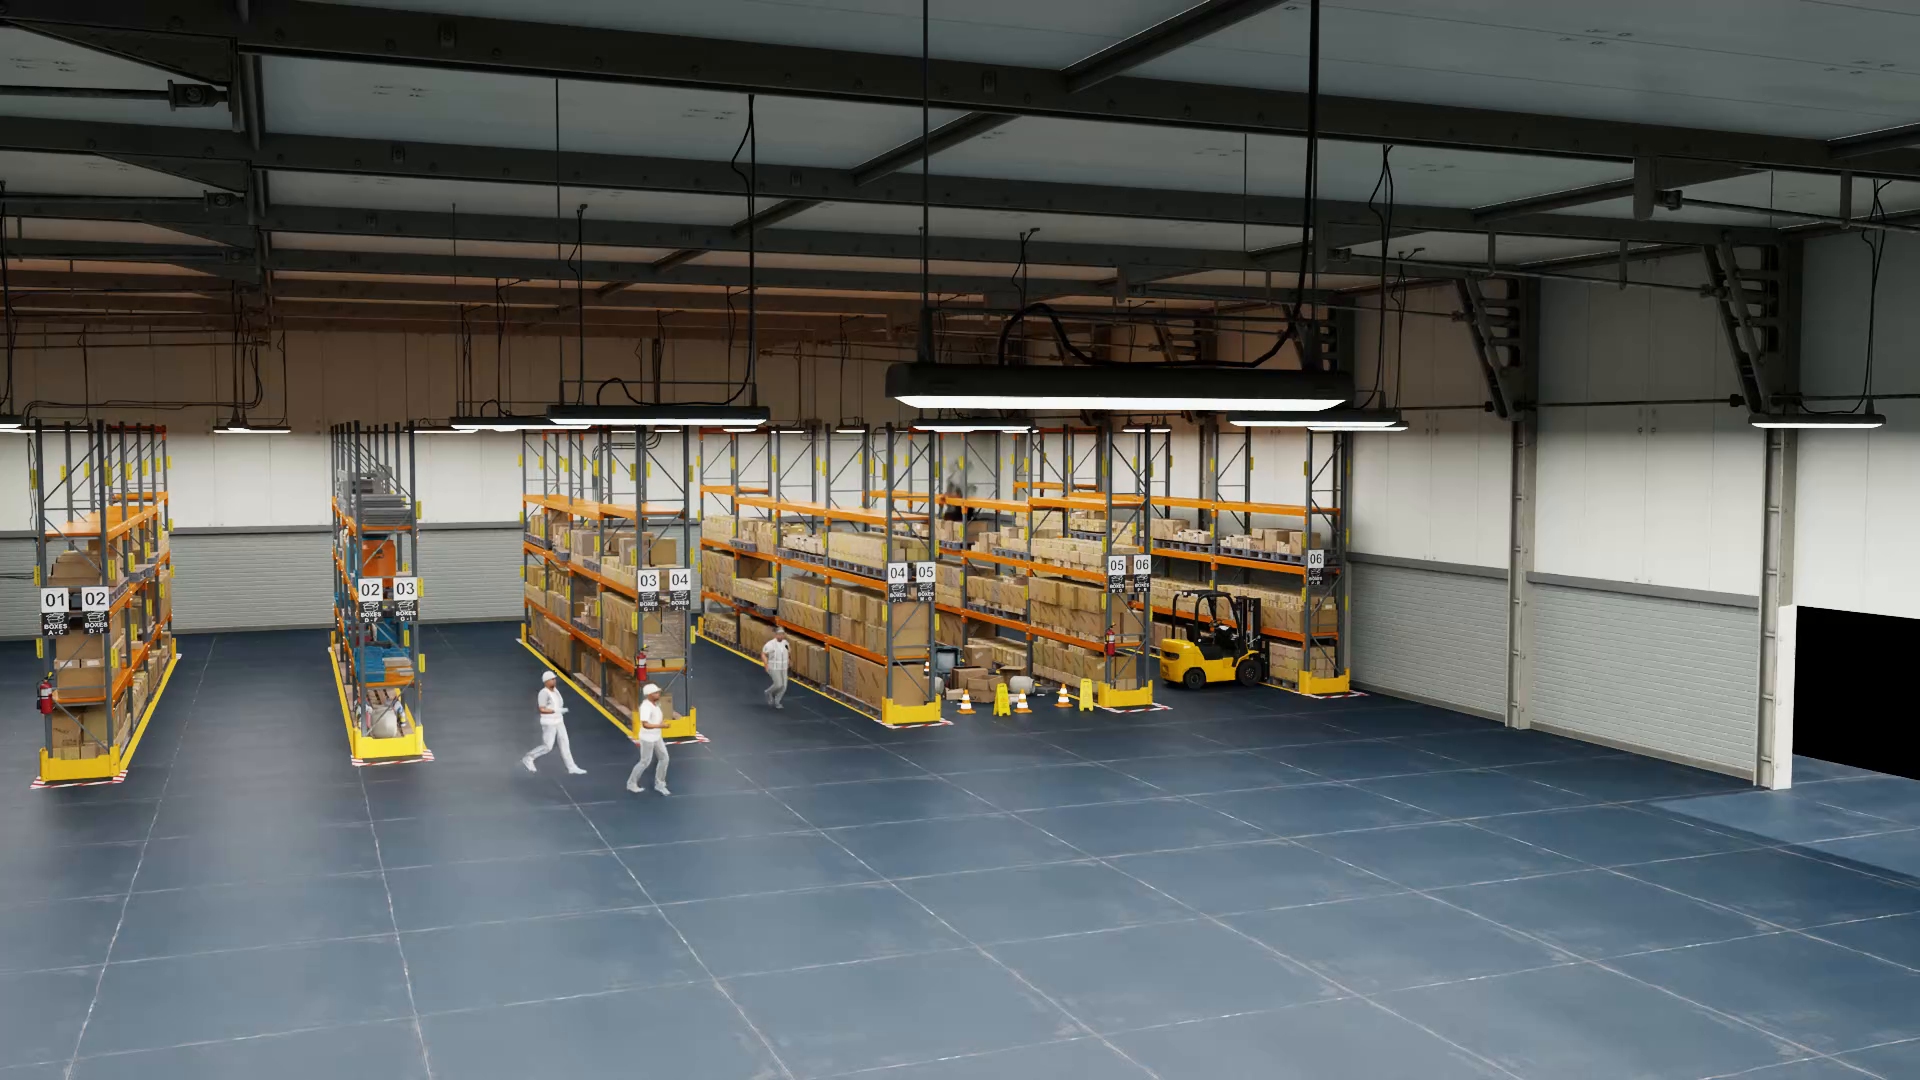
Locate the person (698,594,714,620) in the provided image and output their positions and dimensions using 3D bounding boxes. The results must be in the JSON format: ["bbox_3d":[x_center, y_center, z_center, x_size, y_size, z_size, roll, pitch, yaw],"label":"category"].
[{"bbox_3d":[-7.506,1.818,49.397,0.560,1.632,0.582,-4,5,-45],"label":"person"}]

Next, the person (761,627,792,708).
[{"bbox_3d":[-3.795,2.682,34.914,0.651,1.717,0.632,-3,4,-37],"label":"person"}]

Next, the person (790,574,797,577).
[{"bbox_3d":[-5.013,1.795,50.440,0.602,1.556,0.529,-1,4,-17],"label":"person"}]

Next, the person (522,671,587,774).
[{"bbox_3d":[-6.812,3.063,27.888,1.087,1.737,0.699,1,4,11],"label":"person"}]

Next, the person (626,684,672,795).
[{"bbox_3d":[-4.939,3.200,26.442,0.770,1.825,0.663,1,4,9],"label":"person"}]
